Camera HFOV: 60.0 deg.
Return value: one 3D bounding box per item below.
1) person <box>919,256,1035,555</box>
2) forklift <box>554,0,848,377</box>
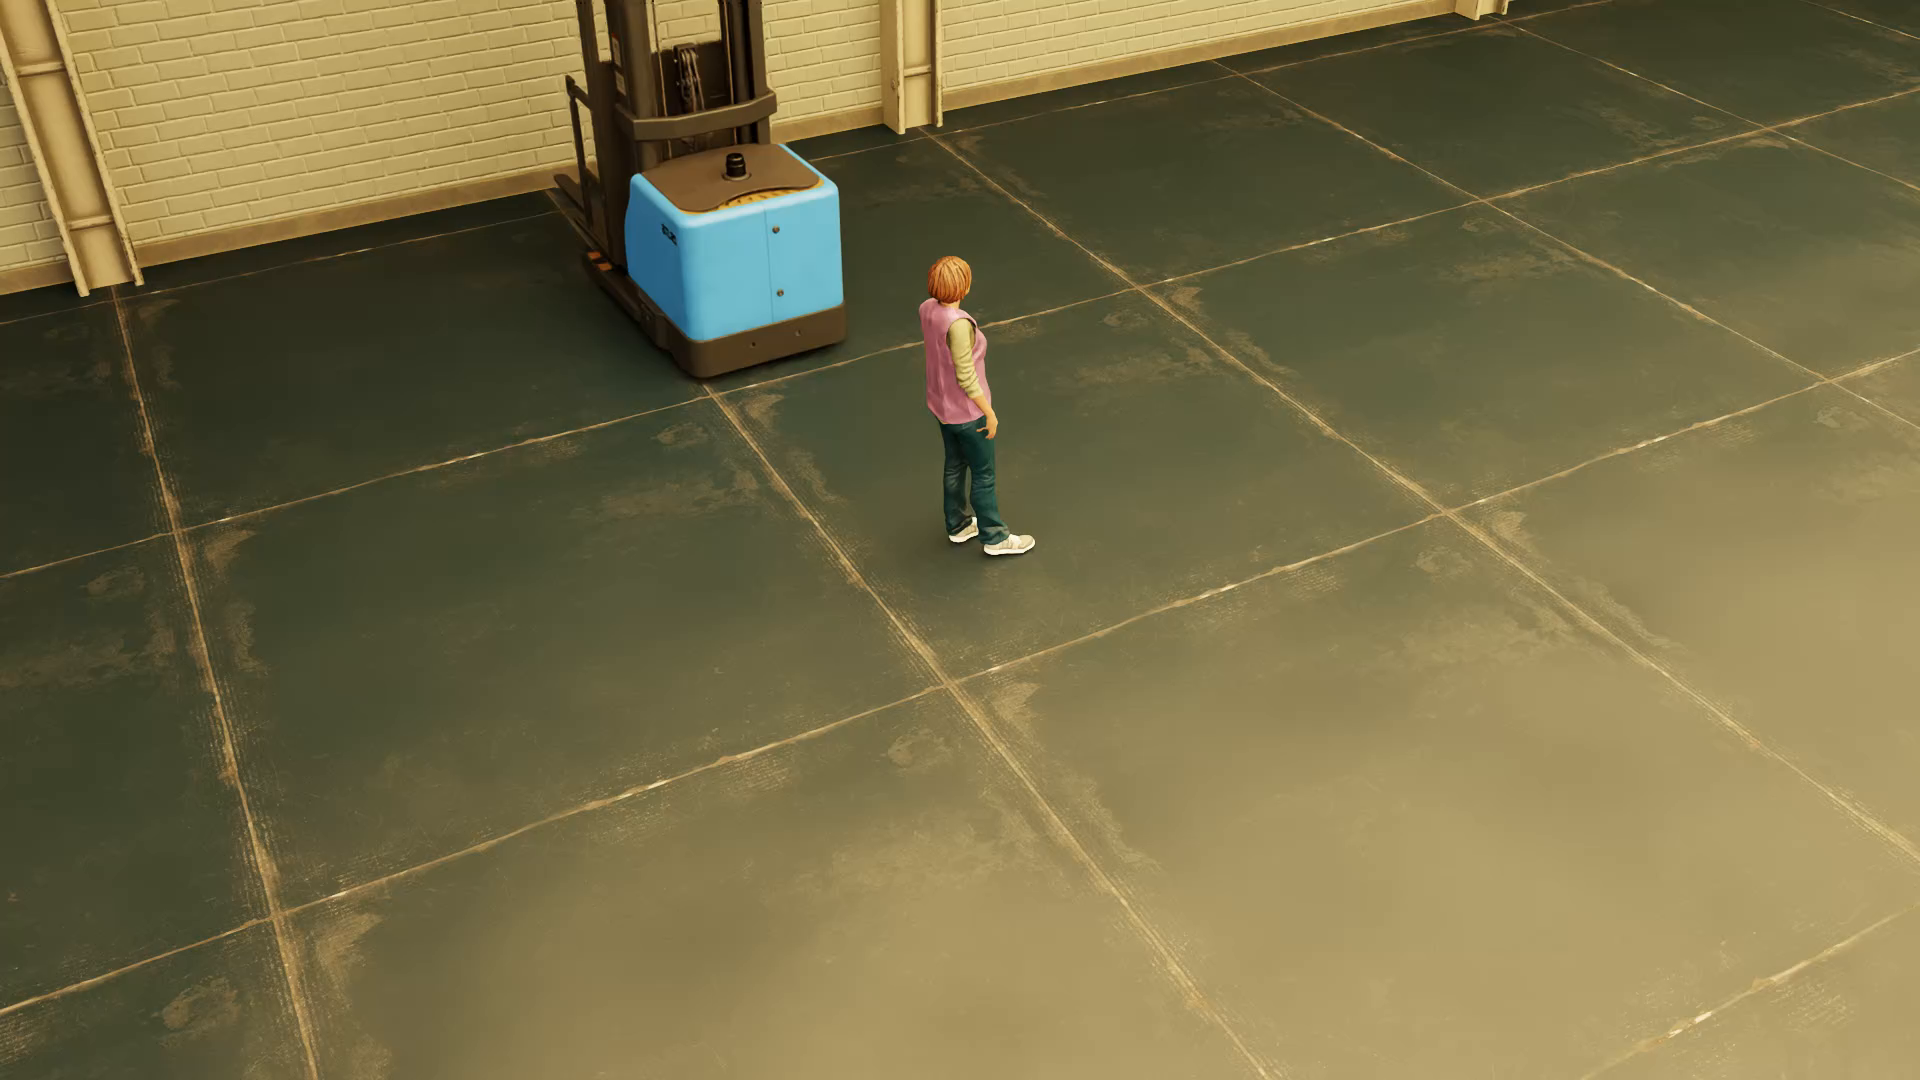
[{"bbox_3d":[0.072,-0.671,8.216,0.473,1.599,0.521,-17,39,-23],"label":"person"},{"bbox_3d":[-1.878,-2.991,10.355,1.130,2.935,3.031,-19,39,-24],"label":"forklift"}]
